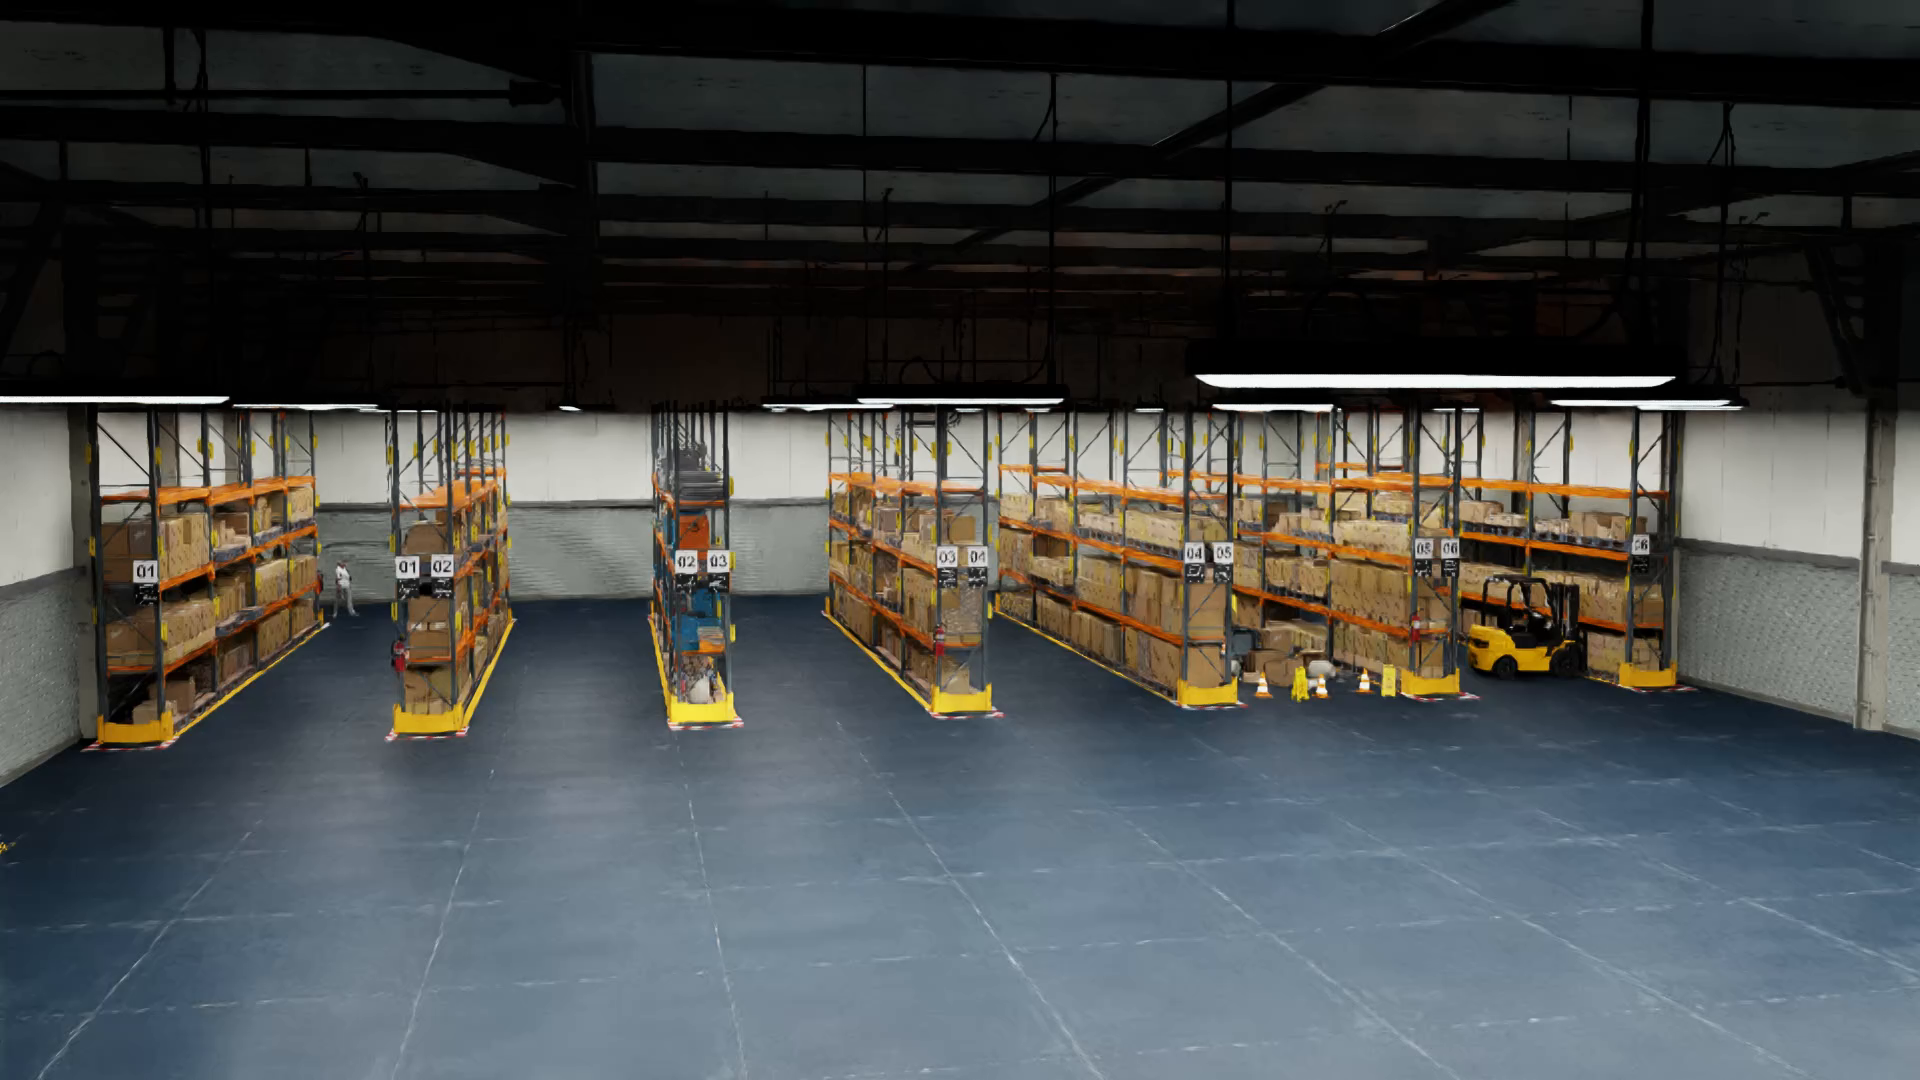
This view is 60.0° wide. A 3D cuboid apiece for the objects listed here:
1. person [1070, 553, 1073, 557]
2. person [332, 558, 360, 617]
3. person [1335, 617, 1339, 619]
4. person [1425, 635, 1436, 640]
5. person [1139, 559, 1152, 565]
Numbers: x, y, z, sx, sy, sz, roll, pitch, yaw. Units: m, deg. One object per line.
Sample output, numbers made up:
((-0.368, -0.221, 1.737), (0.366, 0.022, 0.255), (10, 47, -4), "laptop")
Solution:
((3.345, 1.204, 48.702), (0.431, 1.677, 0.496), (-4, 6, -43), "person")
((-17.457, 1.329, 47.110), (0.558, 1.670, 0.697), (2, 5, 25), "person")
((10.699, 1.379, 46.073), (0.563, 1.720, 0.634), (0, 4, 6), "person")
((10.647, 2.025, 37.803), (0.481, 1.674, 0.492), (1, 5, 18), "person")
((5.901, 0.972, 52.277), (0.688, 1.633, 0.518), (-4, 6, -40), "person")
